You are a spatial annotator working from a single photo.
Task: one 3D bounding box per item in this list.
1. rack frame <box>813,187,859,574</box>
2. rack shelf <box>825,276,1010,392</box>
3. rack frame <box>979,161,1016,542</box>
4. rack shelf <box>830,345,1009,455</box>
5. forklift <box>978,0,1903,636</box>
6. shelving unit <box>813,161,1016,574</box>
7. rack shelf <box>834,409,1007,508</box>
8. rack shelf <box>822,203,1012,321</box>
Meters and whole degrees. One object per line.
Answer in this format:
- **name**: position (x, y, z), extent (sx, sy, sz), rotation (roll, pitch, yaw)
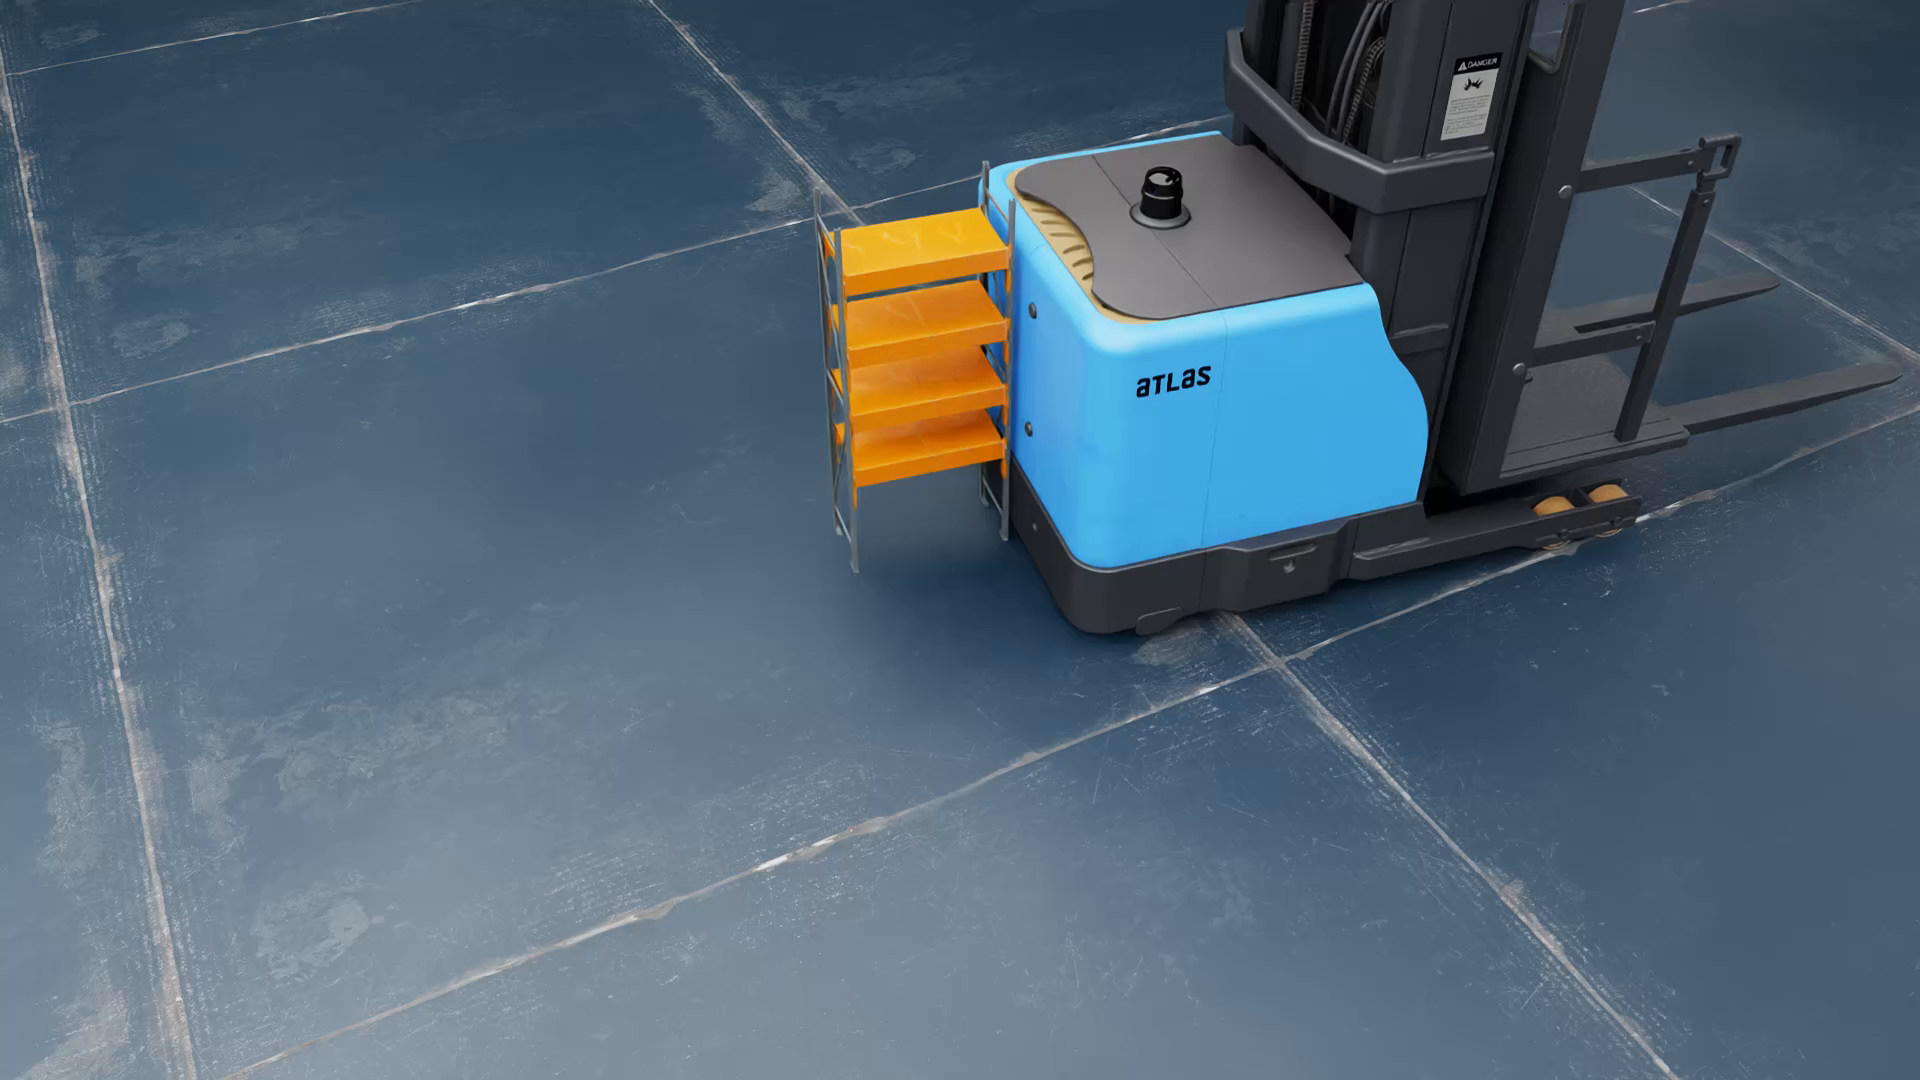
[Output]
- **rack frame**: position (-0.357, -0.428, 4.827), extent (0.015, 1.200, 0.240), rotation (-12, 42, -14)
- **rack shelf**: position (-0.125, -0.597, 4.784), extent (0.480, 0.148, 0.258), rotation (-12, 42, -14)
- **rack frame**: position (0.107, -0.527, 4.944), extent (0.015, 1.200, 0.240), rotation (-12, 42, -14)
- **rack shelf**: position (-0.125, -0.426, 4.929), extent (0.480, 0.148, 0.258), rotation (-12, 42, -14)
- **forklift**: position (1.615, -1.402, 4.637), extent (3.031, 2.935, 1.130), rotation (-12, 42, -14)
- **shelving unit**: position (-0.125, -0.477, 4.885), extent (0.503, 1.200, 0.258), rotation (-12, 42, -14)
- **rack shelf**: position (-0.125, -0.274, 5.057), extent (0.480, 0.148, 0.258), rotation (-12, 42, -14)
- **rack shelf**: position (-0.125, -0.777, 4.631), extent (0.480, 0.148, 0.258), rotation (-12, 42, -14)
